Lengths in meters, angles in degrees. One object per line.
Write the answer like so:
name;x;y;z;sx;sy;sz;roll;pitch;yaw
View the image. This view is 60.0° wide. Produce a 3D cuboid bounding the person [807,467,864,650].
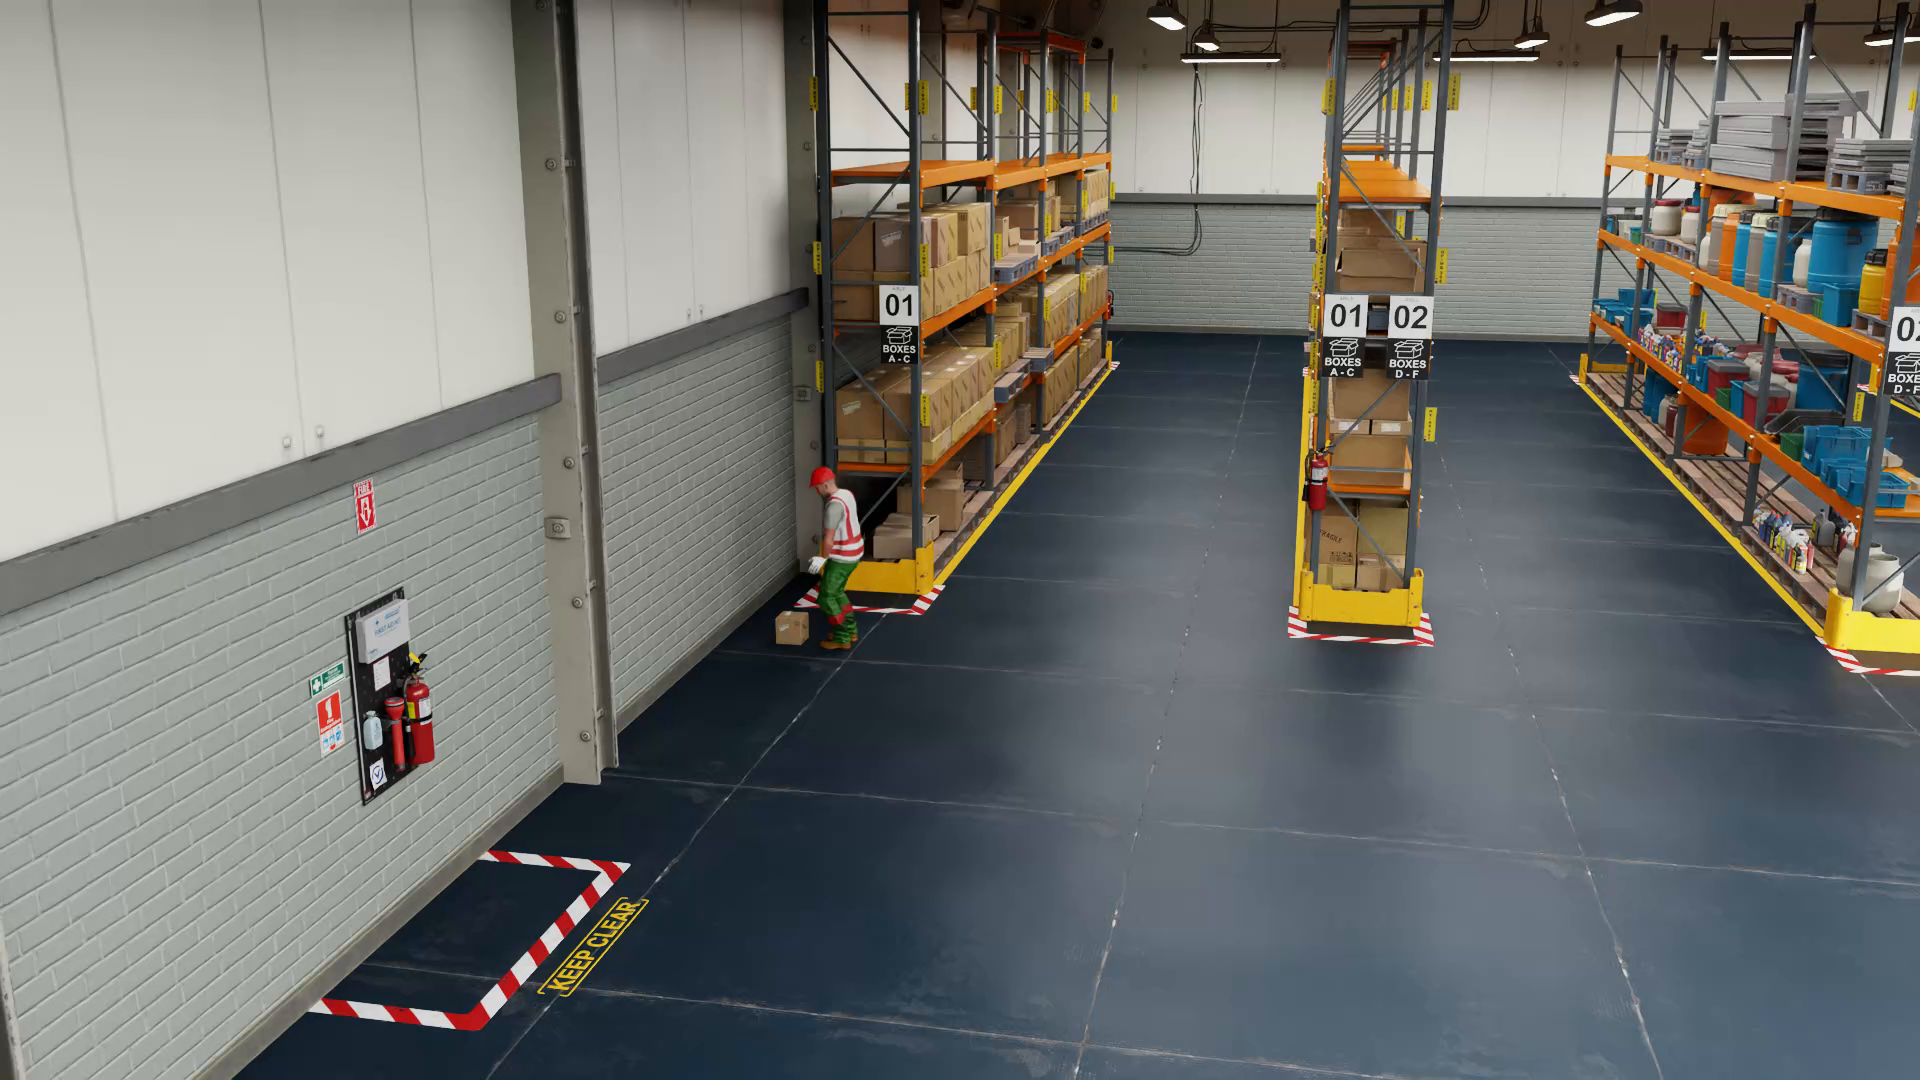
person;-1.162;0.163;15.490;0.496;1.712;0.551;3;15;13
